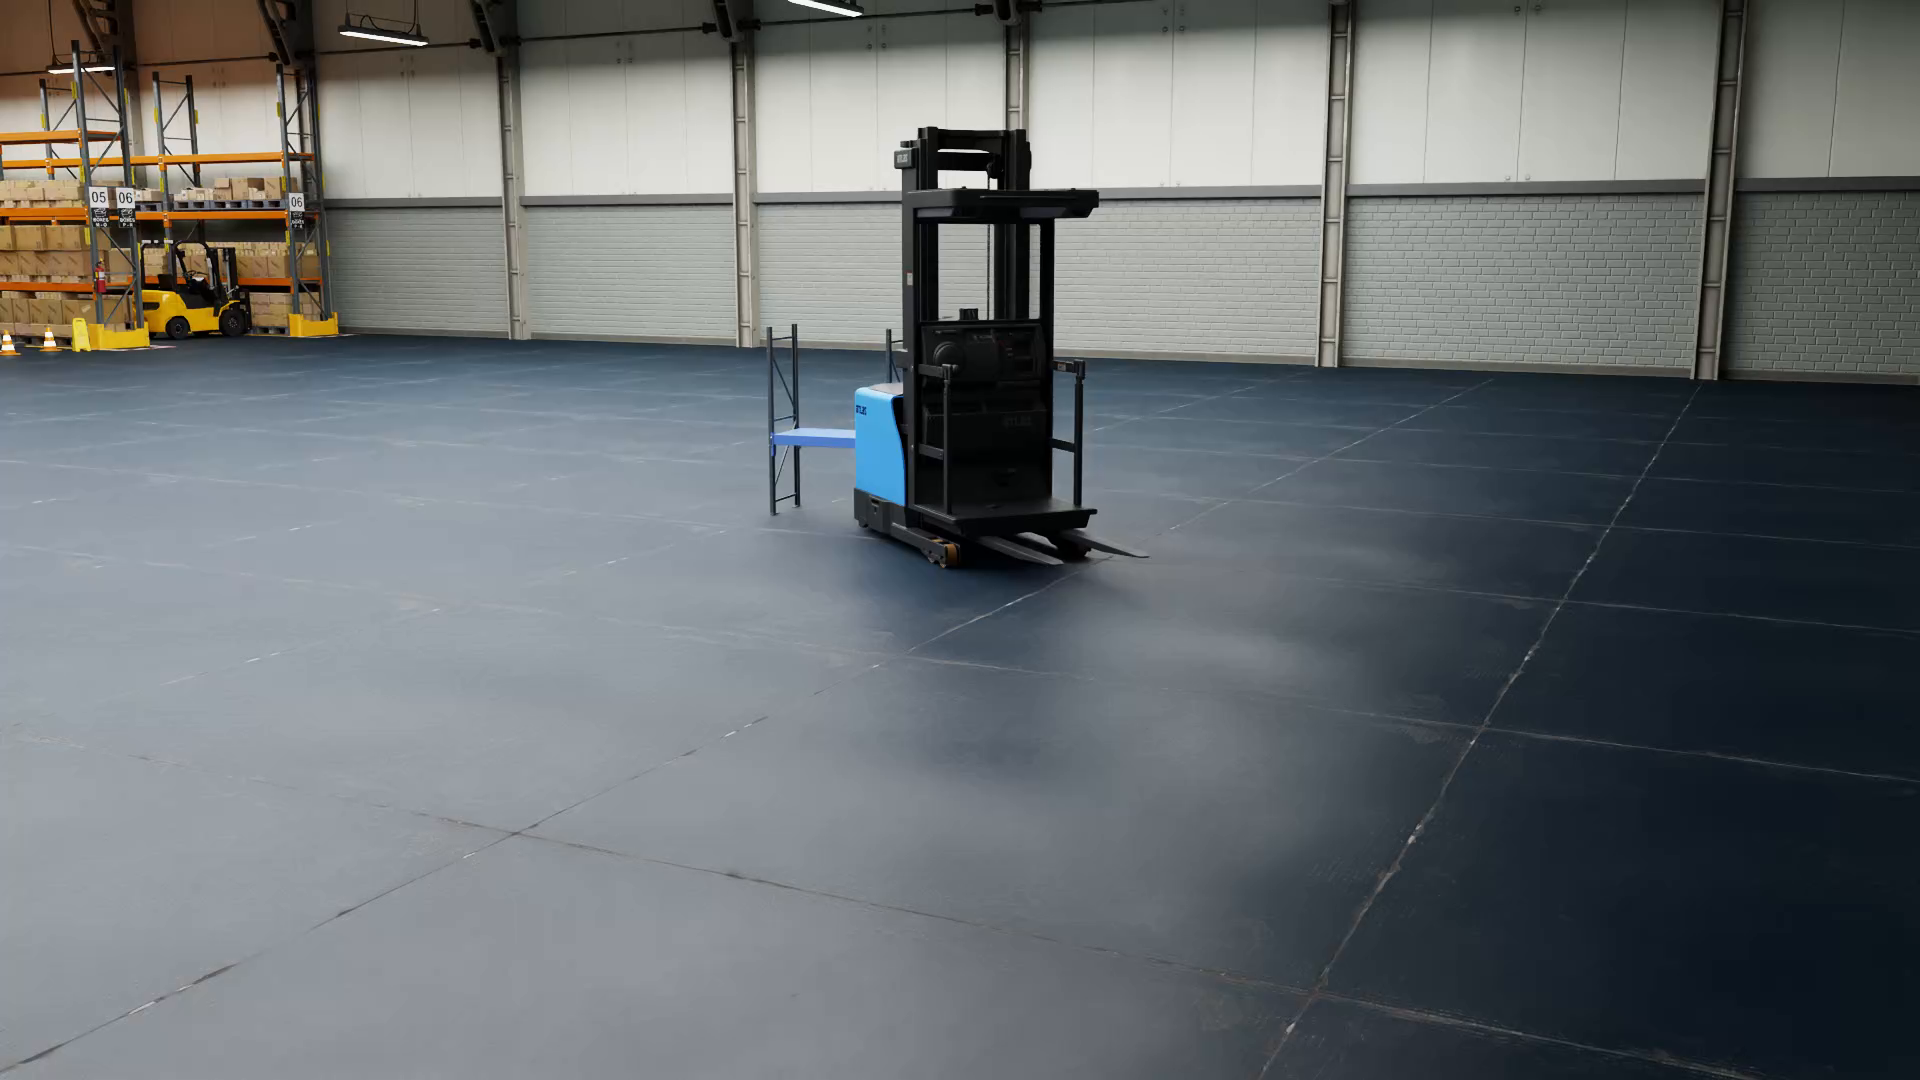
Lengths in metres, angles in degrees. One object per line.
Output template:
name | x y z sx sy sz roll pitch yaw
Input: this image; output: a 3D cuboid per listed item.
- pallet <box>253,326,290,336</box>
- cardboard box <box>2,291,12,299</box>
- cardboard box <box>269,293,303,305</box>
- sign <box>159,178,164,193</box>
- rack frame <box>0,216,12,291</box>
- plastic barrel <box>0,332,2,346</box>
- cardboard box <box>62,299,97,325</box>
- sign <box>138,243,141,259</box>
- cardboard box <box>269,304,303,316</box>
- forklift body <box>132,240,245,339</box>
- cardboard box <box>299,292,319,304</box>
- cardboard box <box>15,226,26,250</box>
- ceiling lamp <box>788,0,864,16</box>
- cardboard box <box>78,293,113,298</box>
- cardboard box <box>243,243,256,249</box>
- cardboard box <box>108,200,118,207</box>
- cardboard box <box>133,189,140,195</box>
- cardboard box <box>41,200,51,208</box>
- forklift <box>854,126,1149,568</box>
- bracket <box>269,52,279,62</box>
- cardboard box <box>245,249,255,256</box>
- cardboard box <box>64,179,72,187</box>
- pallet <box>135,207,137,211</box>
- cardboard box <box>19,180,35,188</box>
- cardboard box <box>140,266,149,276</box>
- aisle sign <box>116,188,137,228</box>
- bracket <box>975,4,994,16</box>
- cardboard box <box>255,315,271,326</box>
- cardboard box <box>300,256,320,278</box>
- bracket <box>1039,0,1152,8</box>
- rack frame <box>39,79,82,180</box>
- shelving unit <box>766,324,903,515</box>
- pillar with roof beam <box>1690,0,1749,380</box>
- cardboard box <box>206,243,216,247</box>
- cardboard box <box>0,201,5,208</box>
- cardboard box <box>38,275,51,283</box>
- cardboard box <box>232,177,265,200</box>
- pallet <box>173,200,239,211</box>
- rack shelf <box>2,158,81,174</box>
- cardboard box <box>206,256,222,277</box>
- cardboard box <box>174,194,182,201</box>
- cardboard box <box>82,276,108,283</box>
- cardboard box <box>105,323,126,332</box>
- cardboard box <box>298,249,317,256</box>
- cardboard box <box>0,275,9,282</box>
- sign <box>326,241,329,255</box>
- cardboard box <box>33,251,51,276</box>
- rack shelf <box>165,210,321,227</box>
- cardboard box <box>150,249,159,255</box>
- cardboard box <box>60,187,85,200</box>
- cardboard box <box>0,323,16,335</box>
pallet | -15.587 -4.877 38.585 1.213 0.211 1.003 5 11 26
cardboard box | -19.706 -5.110 34.658 0.250 0.149 0.380 6 12 28
cardboard box | -15.434 -5.528 38.084 0.500 0.250 0.500 5 12 28
sign | -18.701 -8.309 38.958 0.005 0.325 0.100 5 11 26
rack frame | -20.663 -5.718 35.400 0.127 3.000 1.000 5 11 26
plastic barrel | -19.598 -4.056 33.451 0.512 0.421 0.421 -4 11 -23
cardboard box | -17.909 -4.647 33.918 0.500 0.500 0.500 5 11 26
sign | -16.836 -5.915 34.060 0.005 0.325 0.100 5 11 26
cardboard box | -15.458 -5.284 38.139 0.500 0.250 0.500 5 11 25
forklift body | -17.390 -5.636 37.332 1.214 2.155 2.313 5 11 26
cardboard box | -15.230 -5.609 38.535 0.500 0.250 0.500 5 11 25
cardboard box | -18.970 -6.222 34.262 0.500 0.500 0.700 5 11 25
ceiling lamp | -1.941 -10.119 26.481 0.800 3.185 2.000 5 11 26
cardboard box | -21.504 -5.813 41.414 0.625 0.625 0.875 5 12 28
cardboard box | -16.252 -6.770 38.277 0.250 0.149 0.380 5 12 27
cardboard box | -17.229 -6.833 33.845 0.250 0.149 0.380 5 11 26
cardboard box | -19.915 -8.277 39.911 0.500 0.311 0.500 5 11 24
cardboard box | -18.422 -6.822 33.783 0.250 0.149 0.380 5 11 25
forklift | 0.257 -1.341 11.411 1.130 2.935 3.031 -5 11 -24
bracket | -15.638 -11.094 38.152 0.430 0.232 0.235 5 11 26
cardboard box | -16.243 -6.627 38.322 0.250 0.149 0.380 5 11 24
cardboard box | -17.724 -7.153 33.376 0.250 0.149 0.380 5 12 27
pallet | -20.405 -8.082 40.572 1.213 0.211 1.003 6 12 28
cardboard box | -18.900 -7.242 33.868 0.250 0.149 0.380 5 12 27
cardboard box | -19.491 -6.474 39.998 0.500 0.250 0.500 5 11 25
aisle sign | -16.883 -6.726 33.674 0.004 0.787 0.394 5 11 26
bracket | 0.505 -9.675 30.314 0.430 0.232 0.235 5 11 26
cardboard box | -15.886 -5.077 38.399 0.500 0.250 0.500 5 11 26
cardboard box | -15.204 -6.328 38.492 0.500 0.500 0.500 5 12 28
bracket | 3.575 -9.406 28.824 4.783 0.066 0.076 5 11 26
rack frame | -22.057 -9.778 40.989 0.127 3.000 1.000 5 11 26
shelving unit | -0.947 -0.949 13.263 1.048 1.500 0.538 4 11 20
pillar with roof beam | 9.890 -6.295 21.744 0.400 9.000 9.100 5 11 26
cardboard box | -17.378 -6.875 38.859 0.250 0.149 0.380 5 11 25
cardboard box | -19.569 -6.926 34.359 0.250 0.149 0.380 5 11 24
cardboard box | -18.684 -5.364 34.150 0.250 0.149 0.380 5 11 25
cardboard box | -16.262 -8.069 38.230 0.500 0.500 0.700 5 11 26
pallet | -17.693 -7.880 39.174 1.213 0.211 1.003 5 11 26
rack shelf | -23.851 -9.385 41.960 4.000 0.370 1.077 5 11 26
cardboard box | -17.258 -6.405 38.918 0.500 0.500 0.500 5 11 25
cardboard box | -18.202 -8.035 39.028 0.250 0.149 0.380 5 12 27
cardboard box | -17.506 -5.274 33.655 0.250 0.149 0.380 5 12 28
cardboard box | -17.677 -4.364 34.461 0.500 0.250 0.500 5 11 25
cardboard box | -15.072 -6.632 38.350 0.250 0.149 0.380 5 11 24
cardboard box | -19.815 -5.465 34.711 0.250 0.149 0.380 5 12 28
sign | -14.632 -6.749 38.443 0.005 0.325 0.100 5 11 26
cardboard box | -18.578 -5.677 34.059 0.500 0.500 0.500 5 11 26
rack shelf | -16.676 -7.475 38.708 4.000 0.370 1.077 5 11 26
cardboard box | -19.114 -6.888 39.765 0.250 0.149 0.380 5 11 25
cardboard box | -17.654 -6.948 33.363 0.500 0.250 0.500 5 11 25
cardboard box | -19.769 -4.442 34.890 0.500 0.250 0.500 6 12 29
